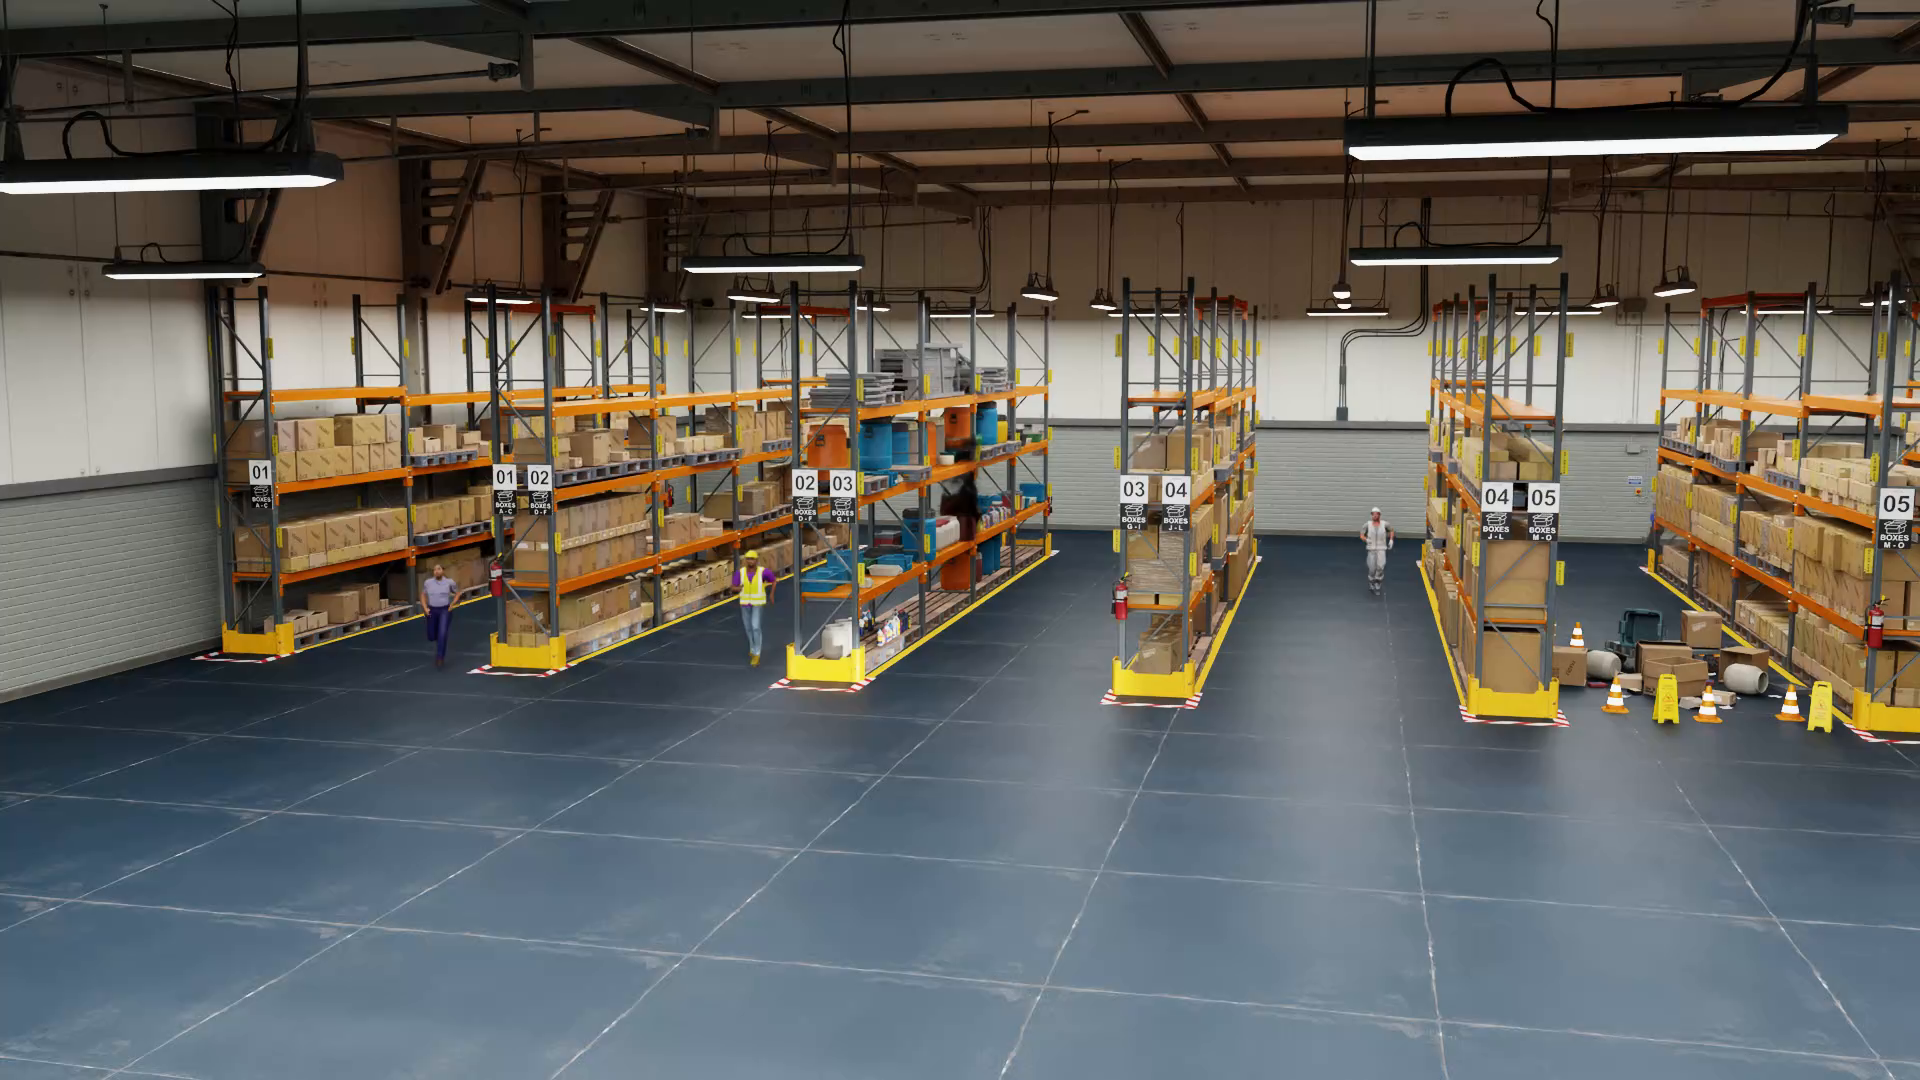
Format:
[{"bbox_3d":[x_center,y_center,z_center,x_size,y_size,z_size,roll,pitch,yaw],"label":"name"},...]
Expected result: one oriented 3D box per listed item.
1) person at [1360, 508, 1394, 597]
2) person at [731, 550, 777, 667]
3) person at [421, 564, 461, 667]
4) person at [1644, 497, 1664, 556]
[{"bbox_3d":[8.480,0.241,33.873,0.661,1.812,0.756,2,7,18],"label":"person"},{"bbox_3d":[-3.314,1.067,26.614,0.676,1.825,0.791,1,7,10],"label":"person"},{"bbox_3d":[-8.314,1.179,26.625,0.606,1.619,0.806,0,7,-2],"label":"person"},{"bbox_3d":[16.174,-0.208,38.608,0.522,1.597,0.623,4,8,34],"label":"person"}]
